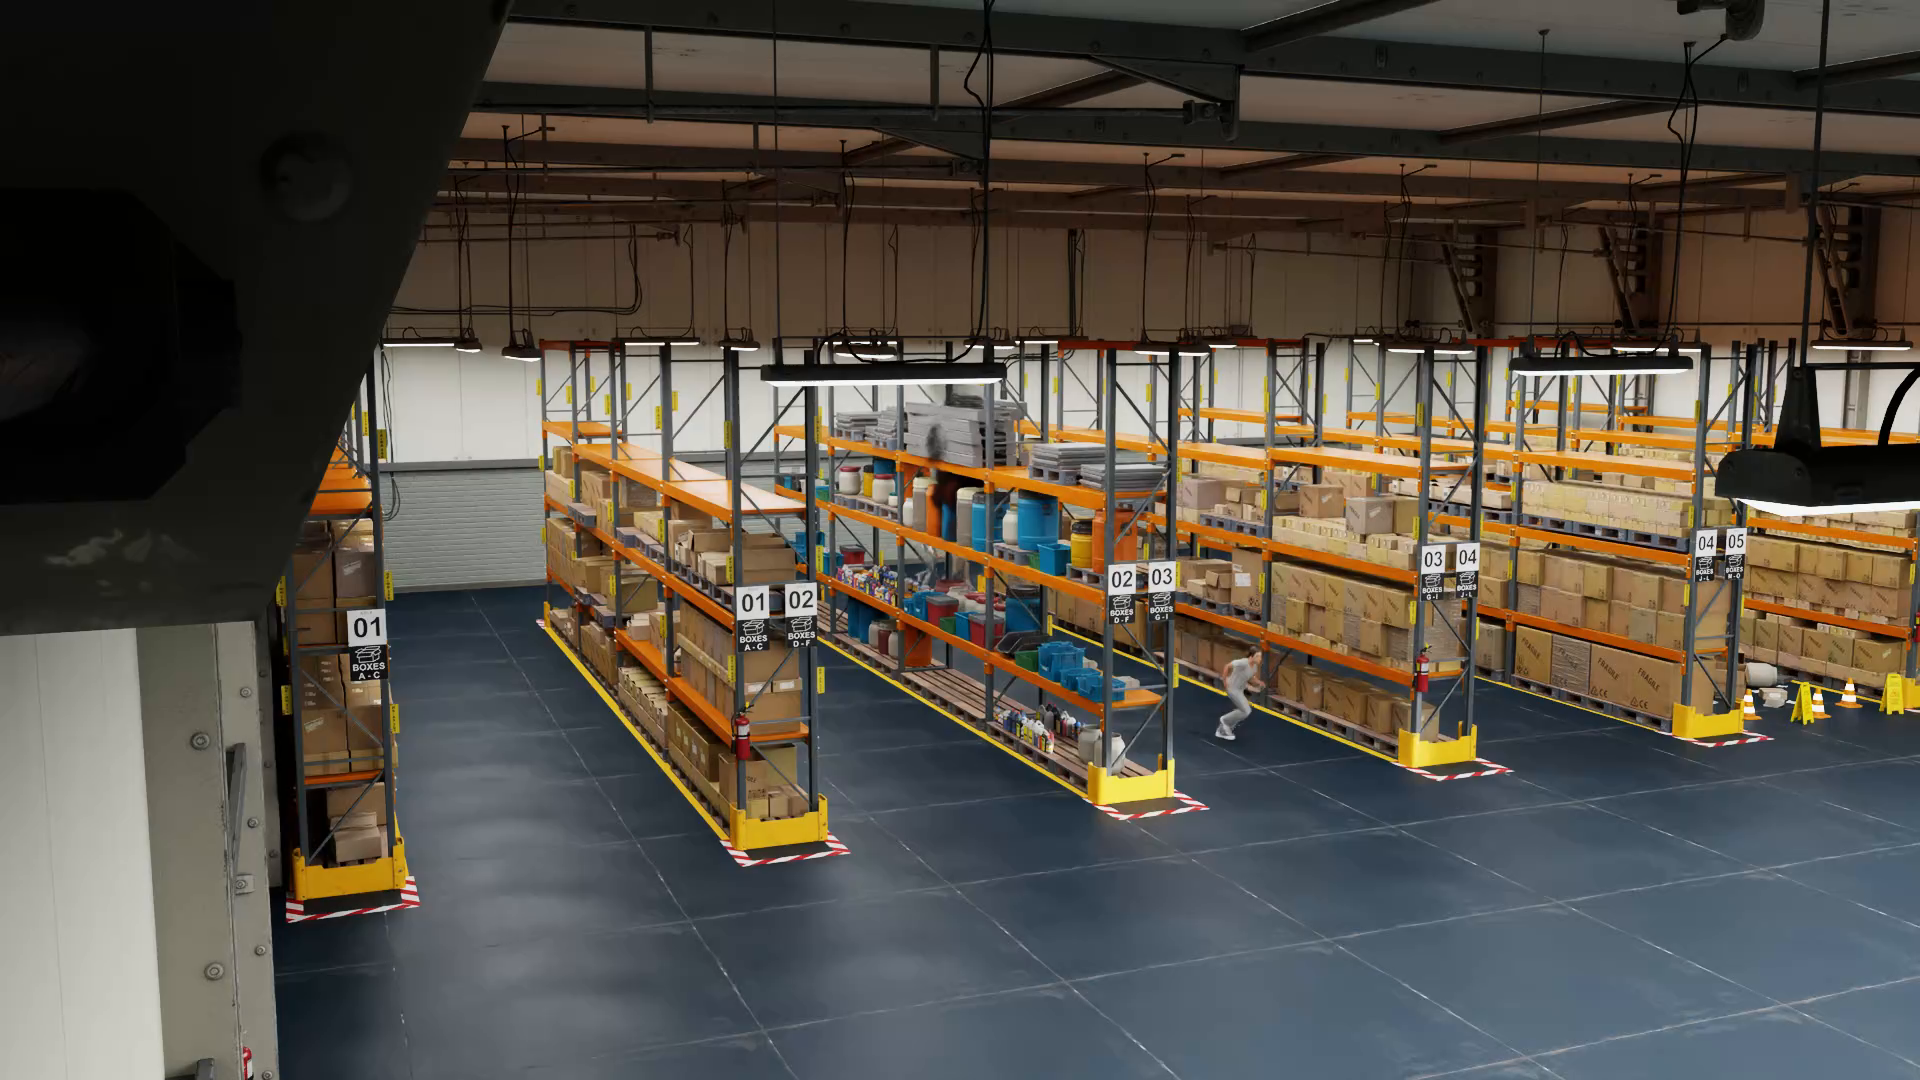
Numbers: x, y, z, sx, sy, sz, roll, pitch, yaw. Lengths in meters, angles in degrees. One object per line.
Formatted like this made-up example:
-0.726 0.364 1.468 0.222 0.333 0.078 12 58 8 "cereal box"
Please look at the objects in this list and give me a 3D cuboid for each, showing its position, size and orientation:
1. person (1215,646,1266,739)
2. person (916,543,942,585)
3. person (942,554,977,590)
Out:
4.228 2.324 25.178 0.819 1.503 0.591 6 10 40 "person"
-0.735 0.445 39.392 0.605 1.558 0.575 -1 7 -6 "person"
-0.035 0.330 39.622 0.866 1.768 0.682 0 7 1 "person"
